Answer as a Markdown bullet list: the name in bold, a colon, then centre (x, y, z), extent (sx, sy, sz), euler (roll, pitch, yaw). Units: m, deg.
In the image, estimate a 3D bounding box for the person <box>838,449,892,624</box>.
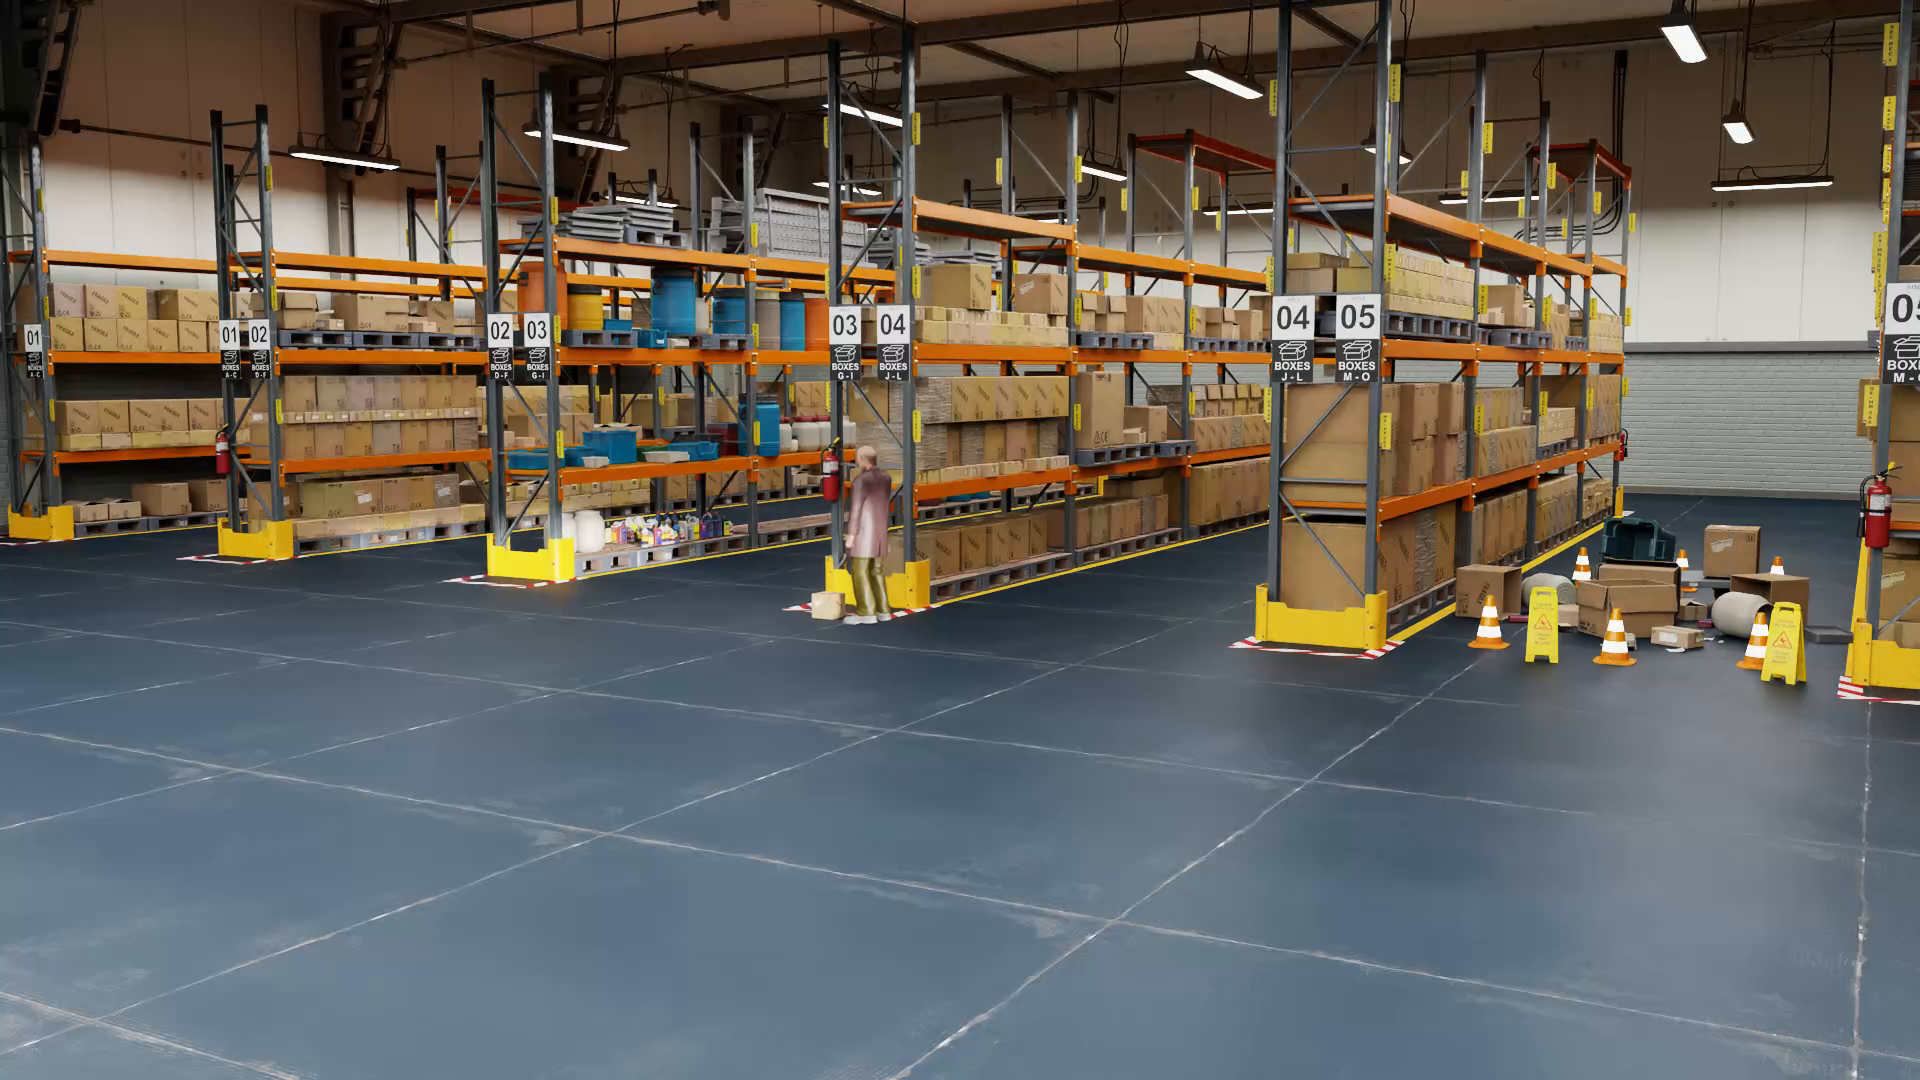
- **person**: centre (-0.937, -0.007, 16.653), extent (0.403, 1.683, 0.583), euler (4, 7, 35)
